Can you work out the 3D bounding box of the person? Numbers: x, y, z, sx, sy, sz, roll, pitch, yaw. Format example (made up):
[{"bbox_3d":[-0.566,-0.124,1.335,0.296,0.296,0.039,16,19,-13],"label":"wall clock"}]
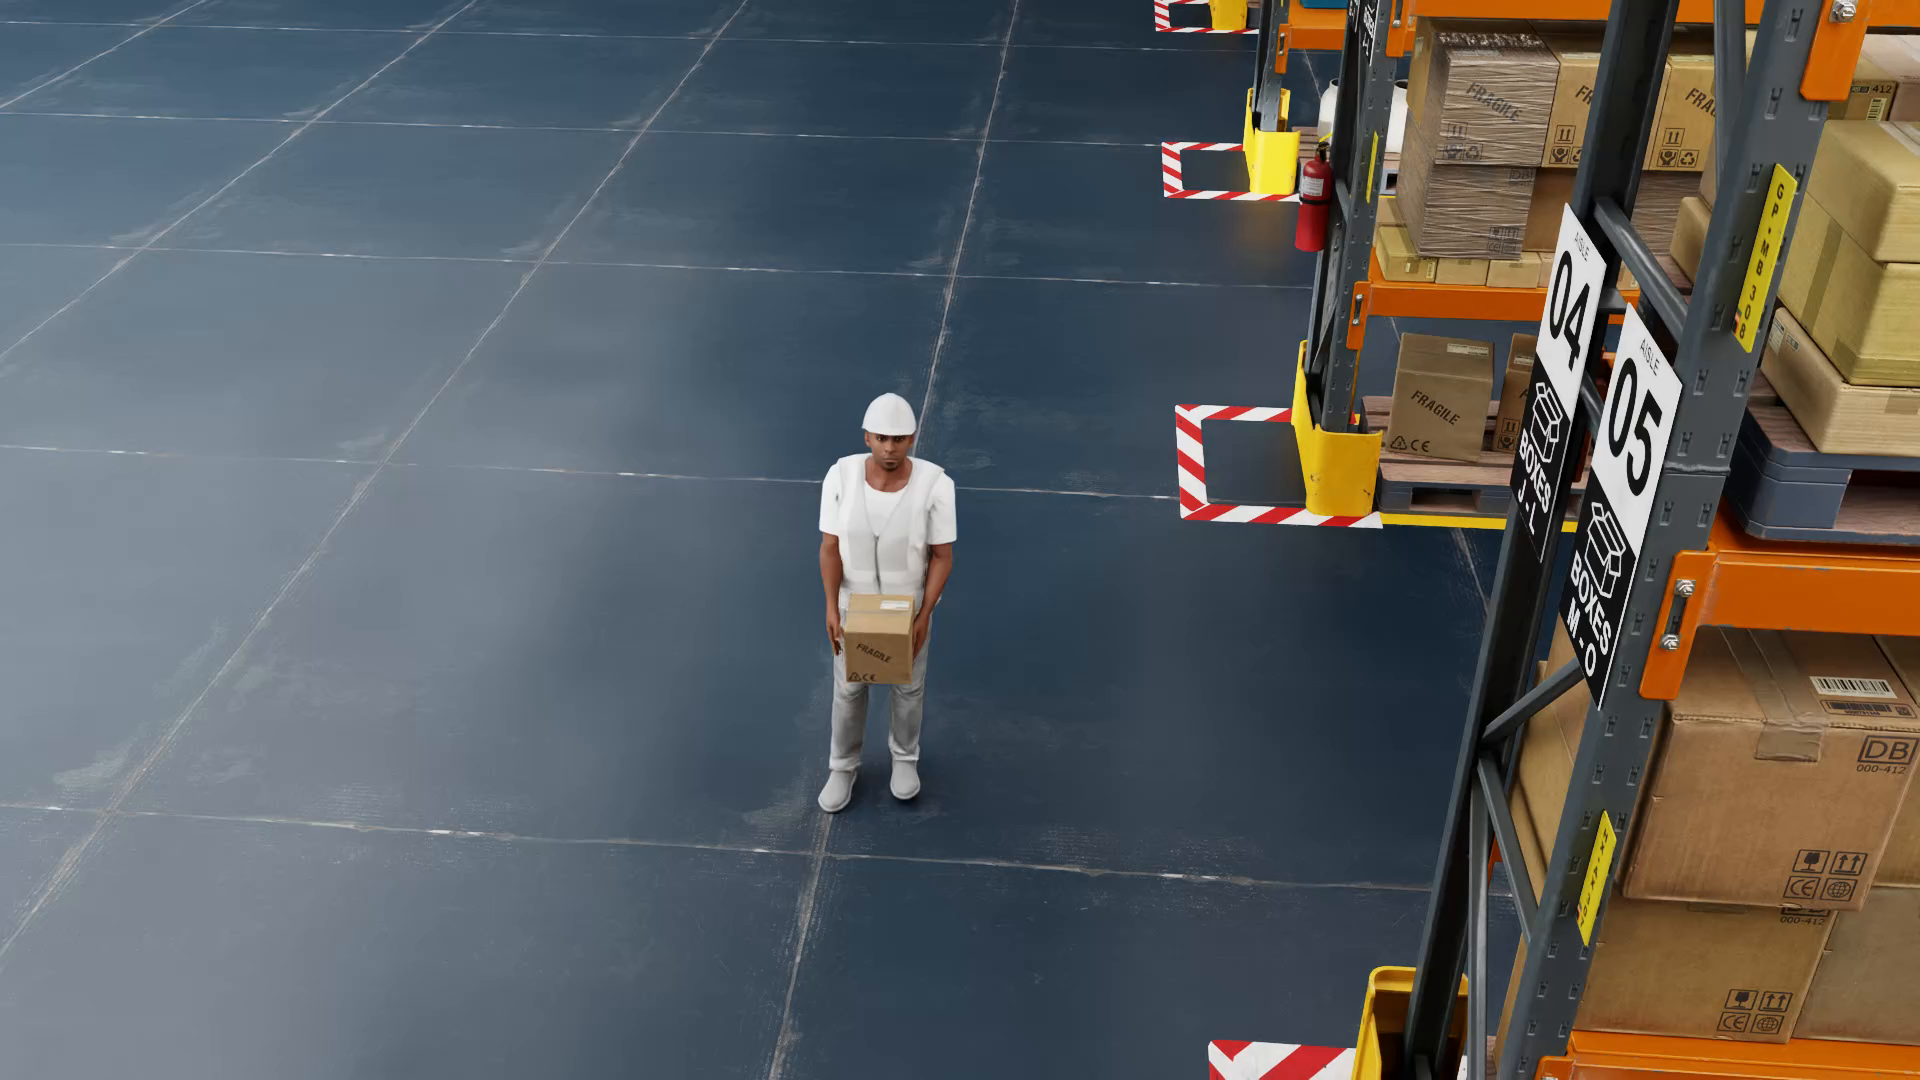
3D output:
[{"bbox_3d":[-0.299,0.276,6.658,0.564,1.772,0.529,3,32,4],"label":"person"}]
